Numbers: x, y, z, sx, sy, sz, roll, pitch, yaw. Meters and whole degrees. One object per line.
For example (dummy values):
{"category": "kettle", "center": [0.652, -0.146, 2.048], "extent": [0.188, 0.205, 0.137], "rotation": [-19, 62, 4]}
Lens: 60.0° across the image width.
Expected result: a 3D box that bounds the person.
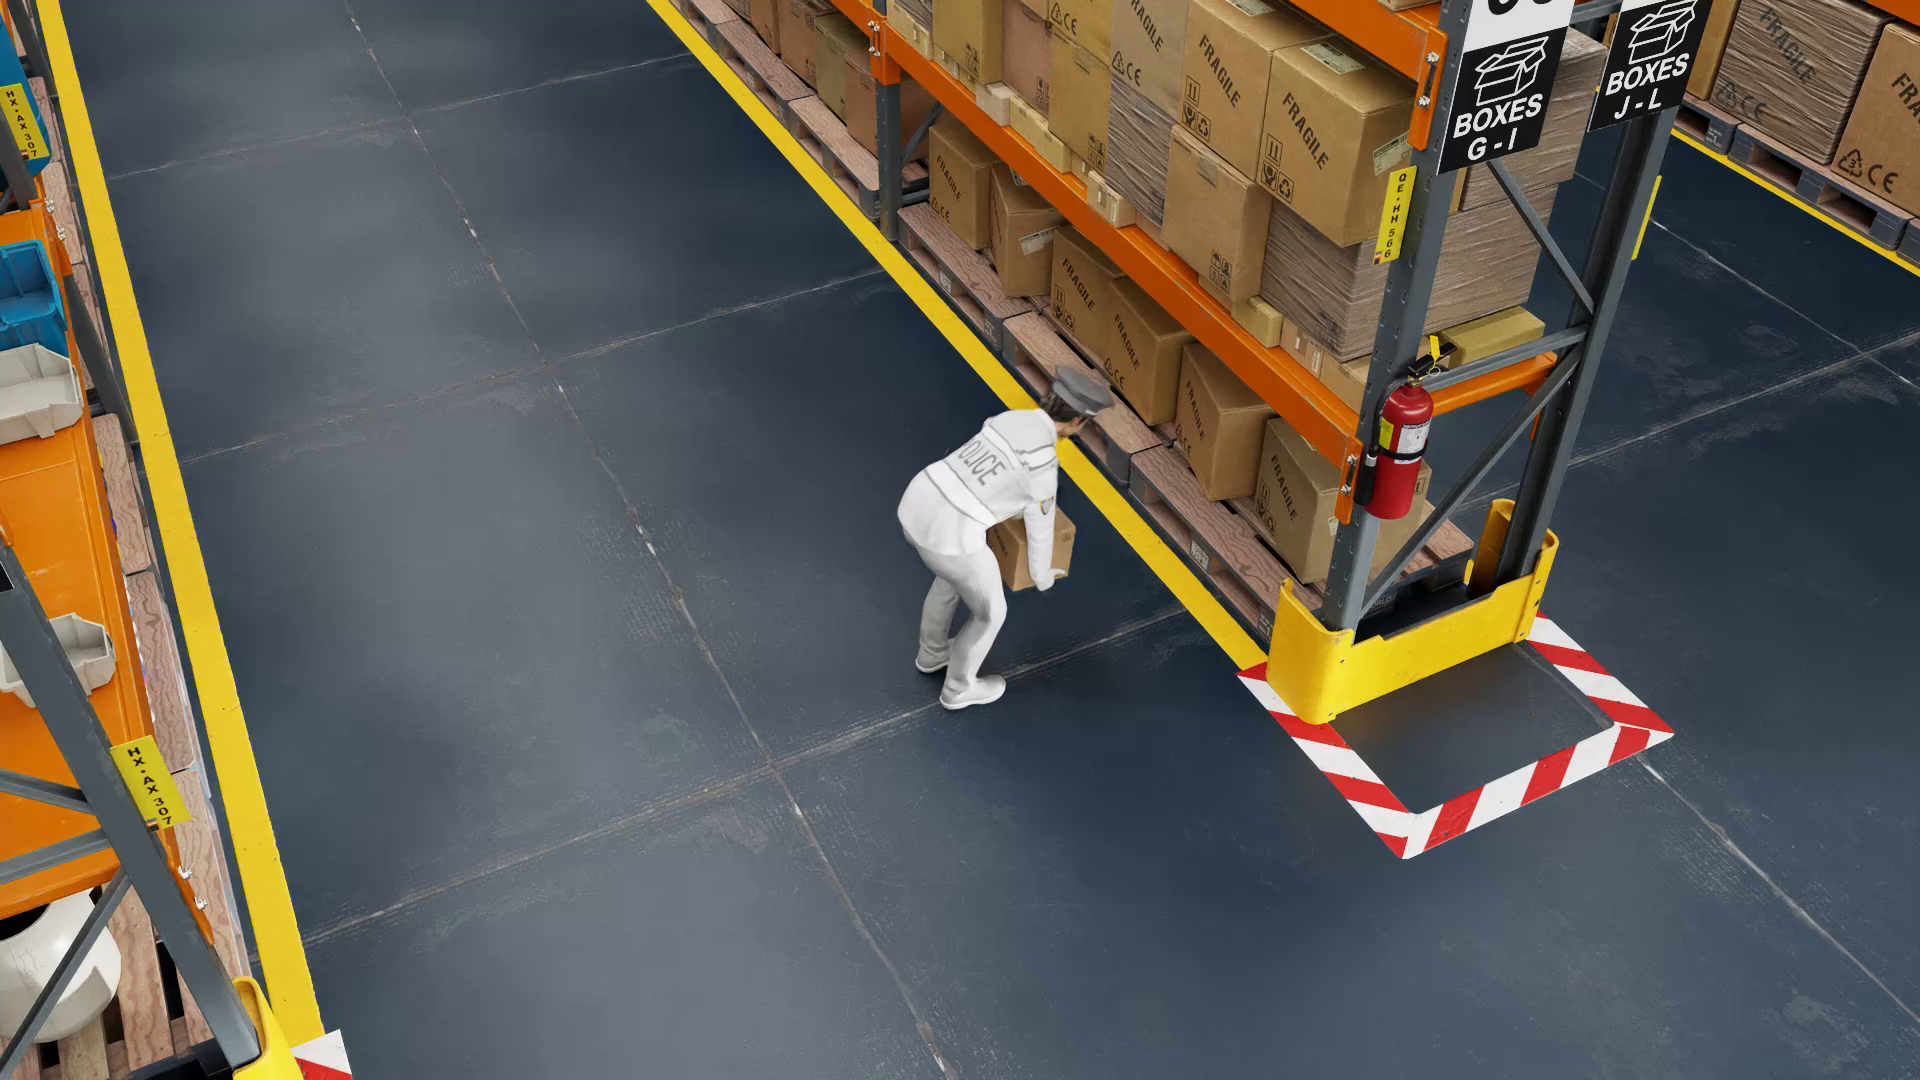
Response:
{"category": "person", "center": [0.180, -0.014, 6.404], "extent": [0.856, 1.367, 0.404], "rotation": [-20, 45, -21]}
